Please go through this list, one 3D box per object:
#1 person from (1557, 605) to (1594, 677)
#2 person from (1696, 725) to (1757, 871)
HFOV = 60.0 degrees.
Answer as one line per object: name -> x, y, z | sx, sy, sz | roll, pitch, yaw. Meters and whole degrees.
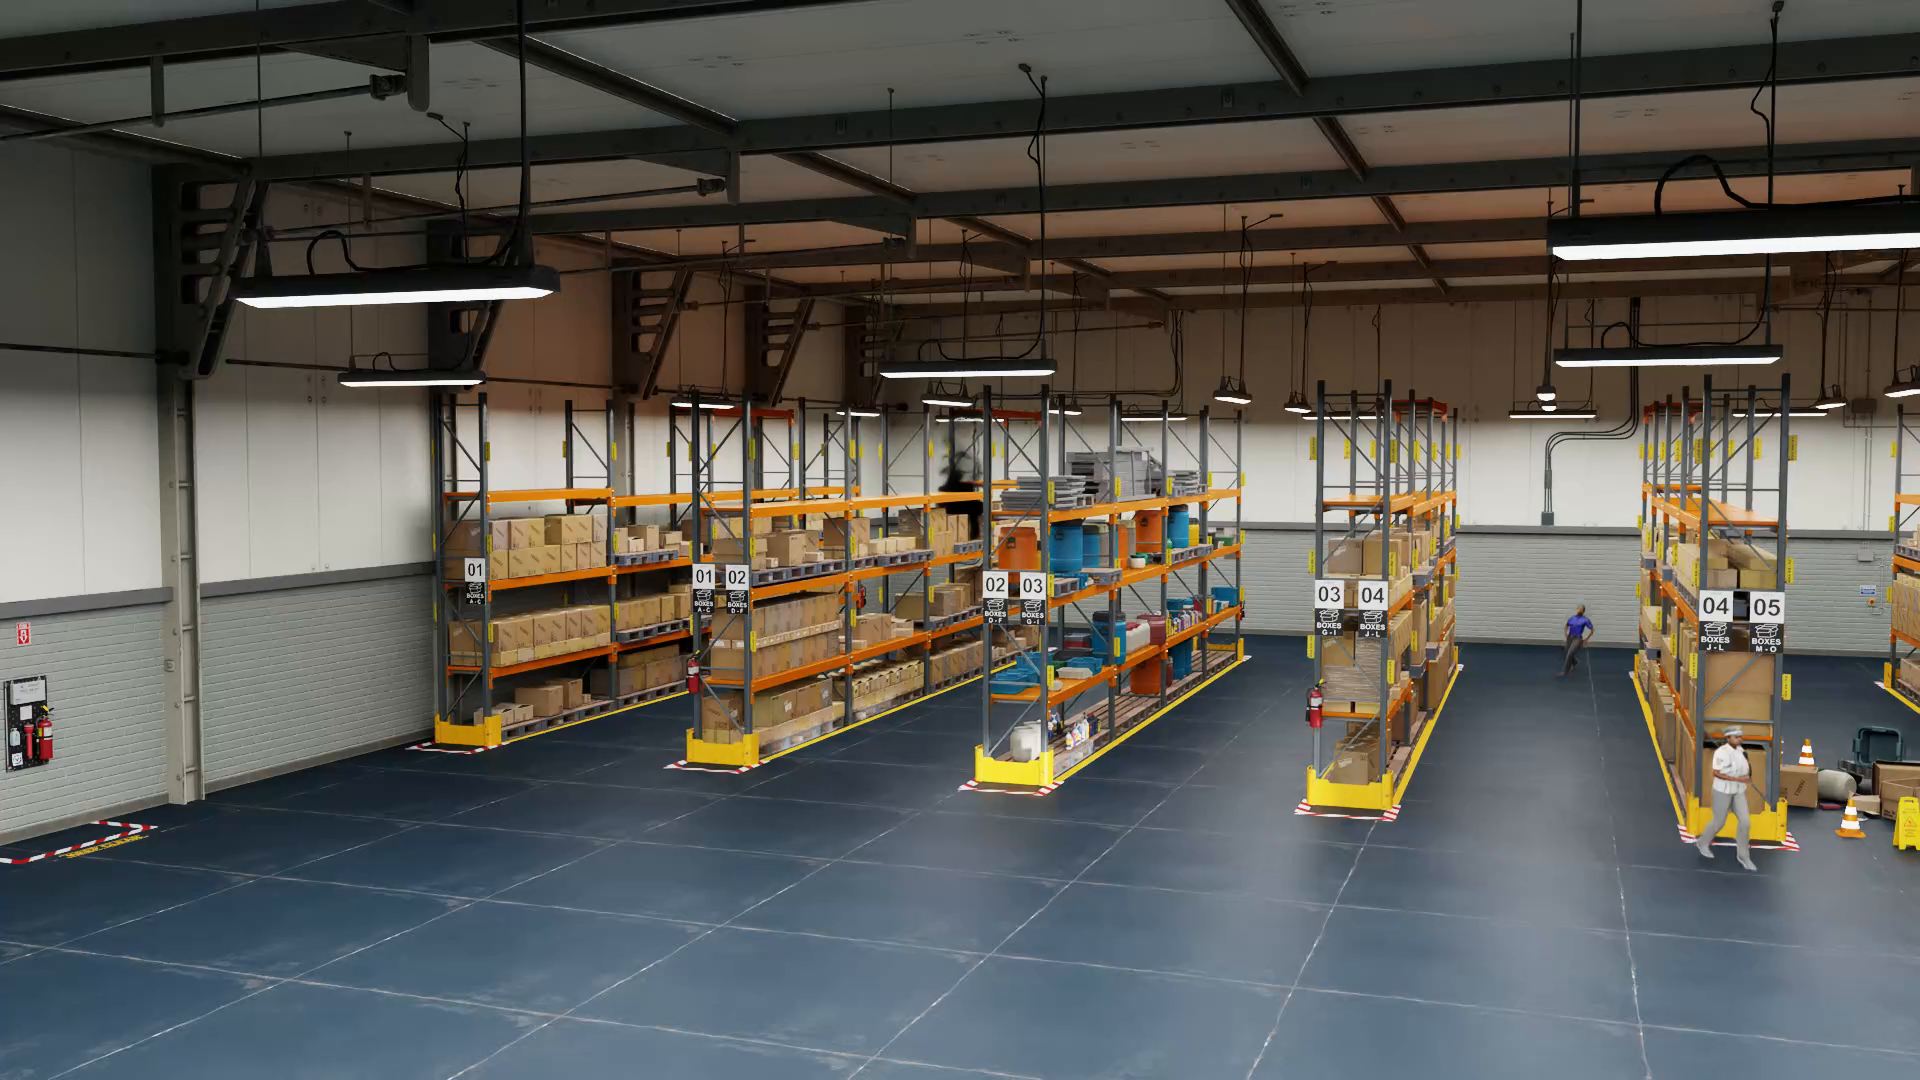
person -> 13.690, 2.235, 36.907 | 0.796, 1.599, 0.642 | -2, 4, -37
person -> 9.308, 3.086, 20.156 | 0.592, 1.751, 0.772 | -1, 3, -21
